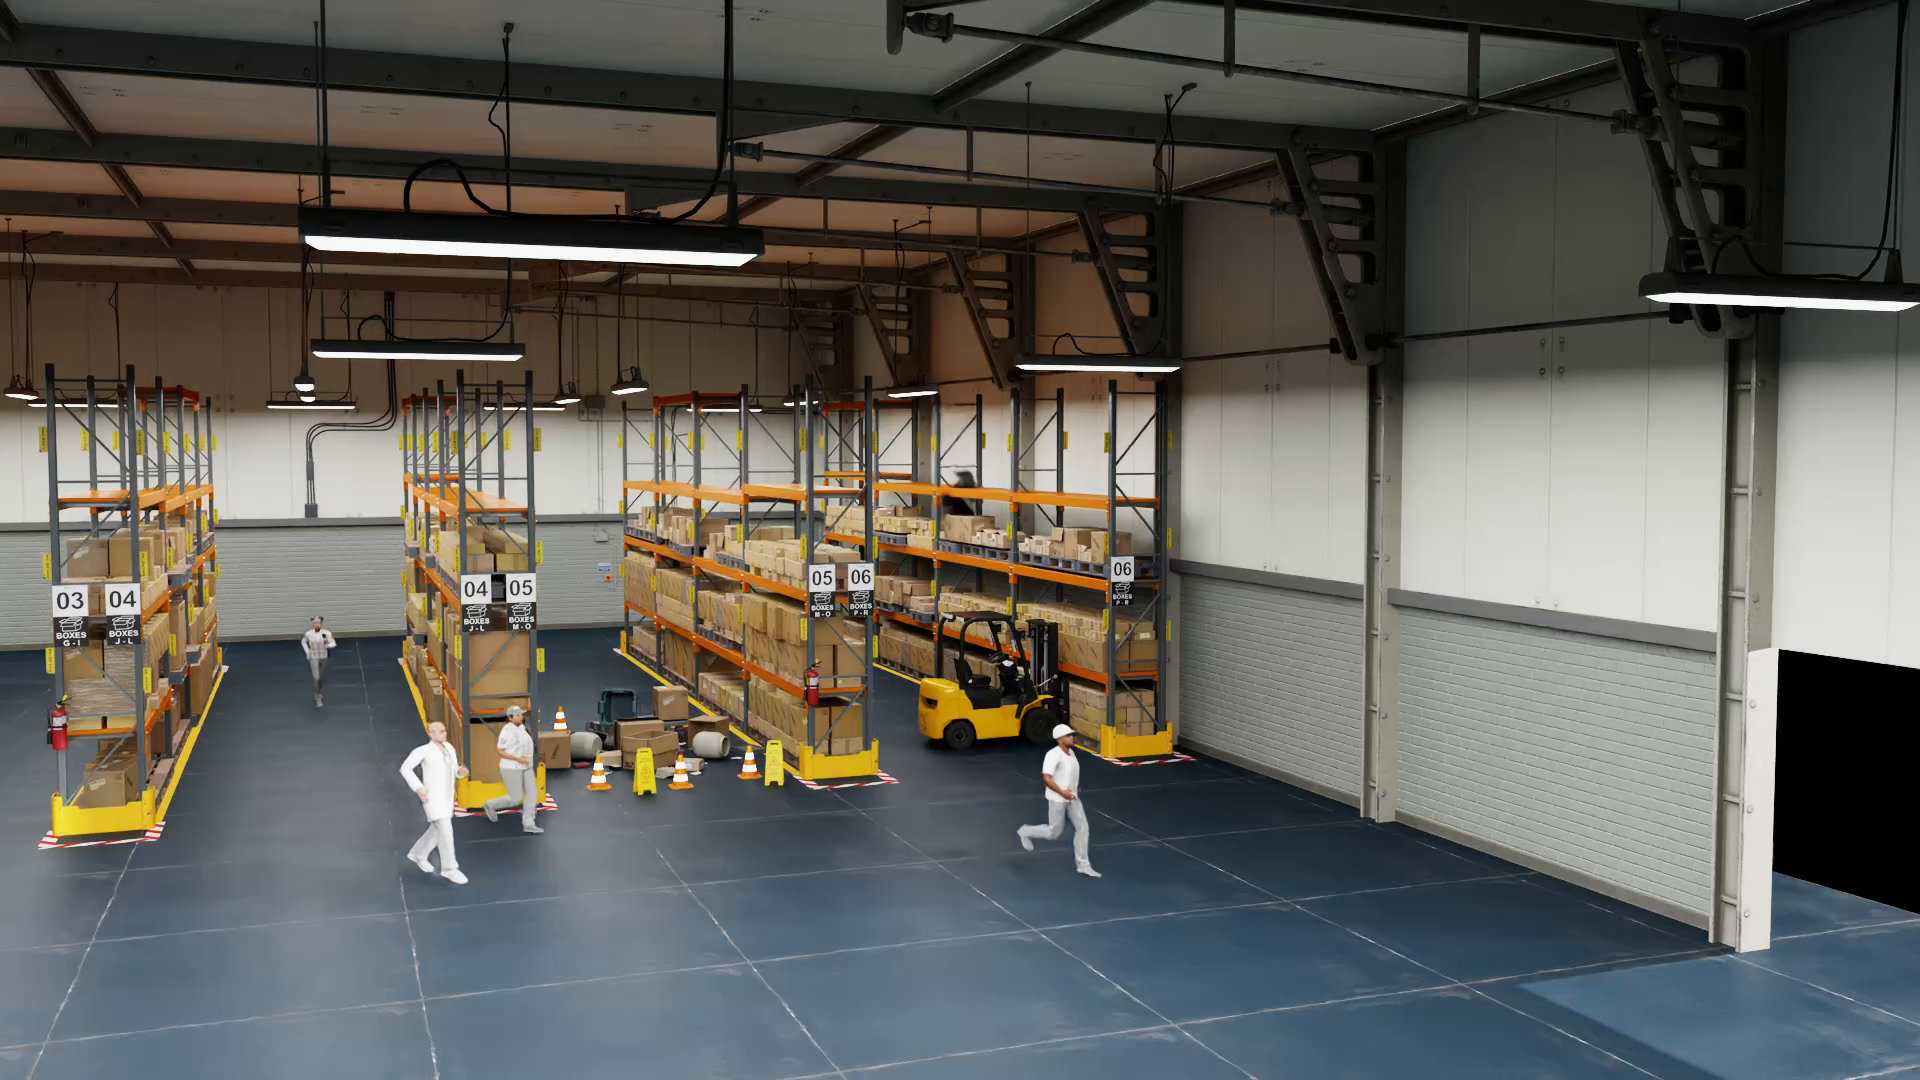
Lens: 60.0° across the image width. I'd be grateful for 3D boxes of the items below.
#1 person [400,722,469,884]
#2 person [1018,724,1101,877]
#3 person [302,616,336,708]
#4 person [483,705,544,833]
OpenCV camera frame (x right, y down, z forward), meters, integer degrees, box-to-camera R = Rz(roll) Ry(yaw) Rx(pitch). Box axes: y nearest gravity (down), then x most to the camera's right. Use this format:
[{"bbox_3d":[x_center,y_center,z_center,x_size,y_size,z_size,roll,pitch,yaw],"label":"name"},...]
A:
[{"bbox_3d":[-5.990,2.978,19.053,0.940,1.802,0.704,1,4,20],"label":"person"},{"bbox_3d":[1.164,3.012,19.392,1.053,1.738,0.676,2,4,36],"label":"person"},{"bbox_3d":[-12.238,2.298,31.792,0.592,1.730,0.858,-2,4,-29],"label":"person"},{"bbox_3d":[-5.709,2.935,21.348,0.816,1.637,0.608,1,3,17],"label":"person"}]
